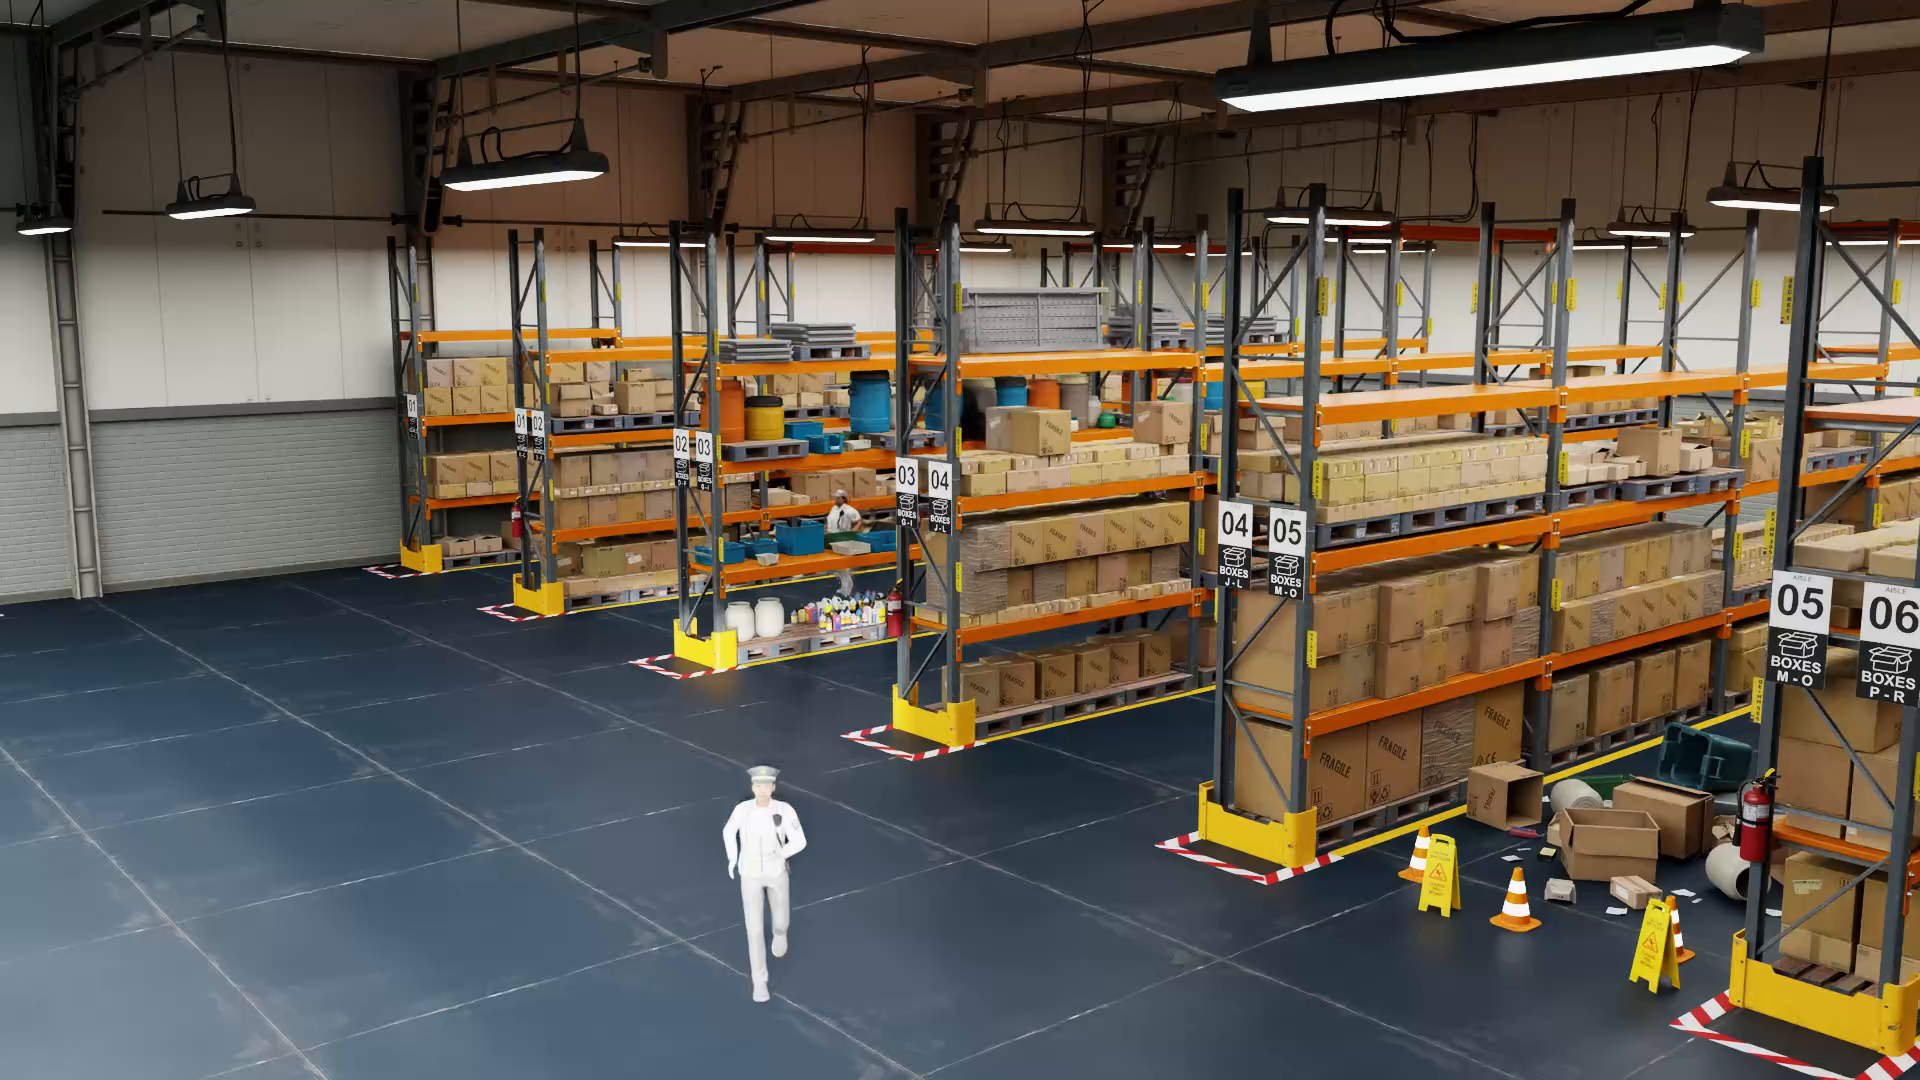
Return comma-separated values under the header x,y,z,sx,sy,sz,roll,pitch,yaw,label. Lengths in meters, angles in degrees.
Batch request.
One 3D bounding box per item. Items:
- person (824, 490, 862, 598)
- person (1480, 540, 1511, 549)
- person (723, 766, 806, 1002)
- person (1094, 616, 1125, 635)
x,y,z,sx,sy,sz,roll,pitch,yaw,label
-1.923,0.064,26.252,0.576,1.711,0.591,-8,12,-41,person
7.509,0.705,23.505,0.769,1.824,0.676,-7,11,-40,person
-1.446,2.462,12.294,0.625,1.667,0.862,-1,9,-3,person
2.048,0.490,23.209,0.561,1.691,0.657,-8,12,-43,person
